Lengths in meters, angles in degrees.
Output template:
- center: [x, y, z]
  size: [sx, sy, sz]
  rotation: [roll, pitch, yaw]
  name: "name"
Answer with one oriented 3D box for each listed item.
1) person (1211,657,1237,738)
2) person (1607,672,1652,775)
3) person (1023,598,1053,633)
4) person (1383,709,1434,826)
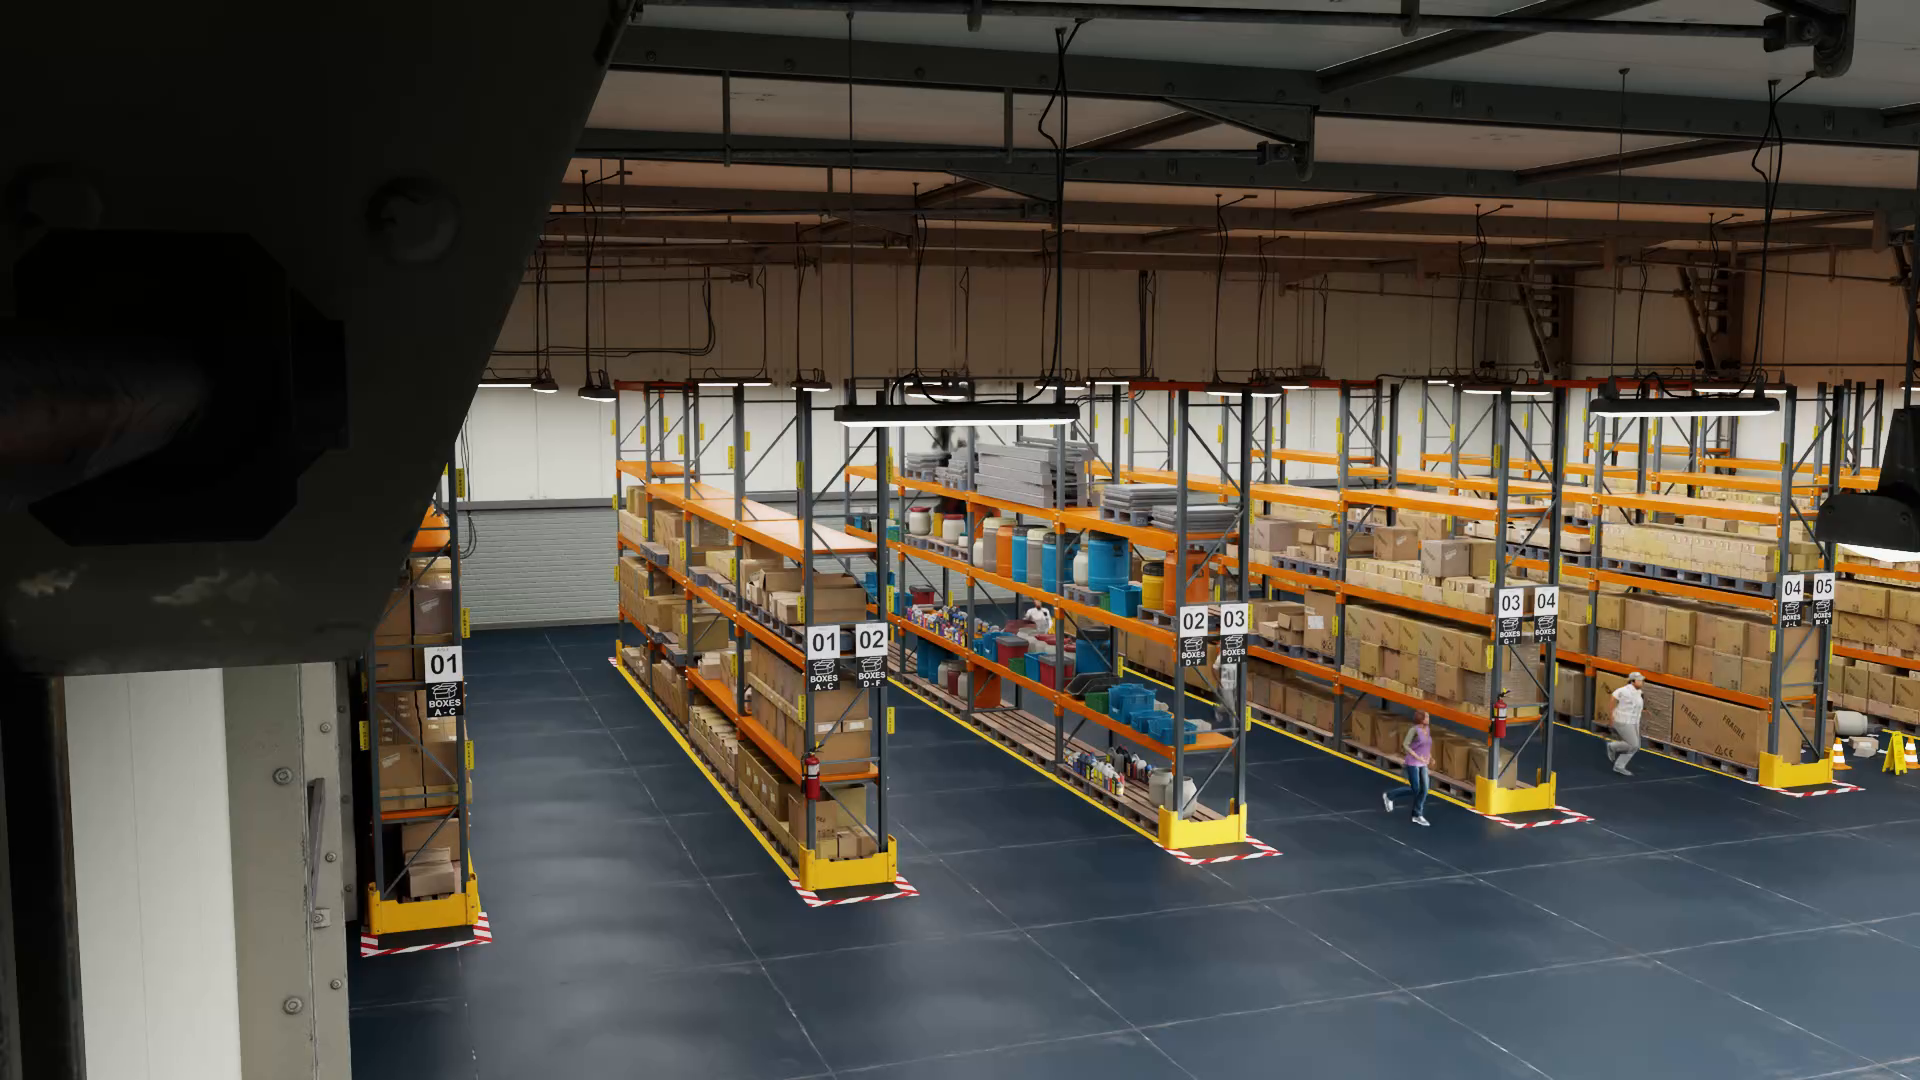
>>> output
- center: [4.593, 2.527, 28.281]
  size: [0.547, 1.703, 1.072]
  rotation: [-3, 7, -24]
  name: "person"
- center: [10.340, 2.833, 25.668]
  size: [0.645, 1.619, 0.623]
  rotation: [-5, 8, -38]
  name: "person"
- center: [1.580, 1.923, 33.529]
  size: [0.610, 1.694, 0.860]
  rotation: [-2, 6, -18]
  name: "person"
- center: [6.319, 3.117, 23.147]
  size: [0.584, 1.564, 0.668]
  rotation: [-5, 8, -42]
  name: "person"
